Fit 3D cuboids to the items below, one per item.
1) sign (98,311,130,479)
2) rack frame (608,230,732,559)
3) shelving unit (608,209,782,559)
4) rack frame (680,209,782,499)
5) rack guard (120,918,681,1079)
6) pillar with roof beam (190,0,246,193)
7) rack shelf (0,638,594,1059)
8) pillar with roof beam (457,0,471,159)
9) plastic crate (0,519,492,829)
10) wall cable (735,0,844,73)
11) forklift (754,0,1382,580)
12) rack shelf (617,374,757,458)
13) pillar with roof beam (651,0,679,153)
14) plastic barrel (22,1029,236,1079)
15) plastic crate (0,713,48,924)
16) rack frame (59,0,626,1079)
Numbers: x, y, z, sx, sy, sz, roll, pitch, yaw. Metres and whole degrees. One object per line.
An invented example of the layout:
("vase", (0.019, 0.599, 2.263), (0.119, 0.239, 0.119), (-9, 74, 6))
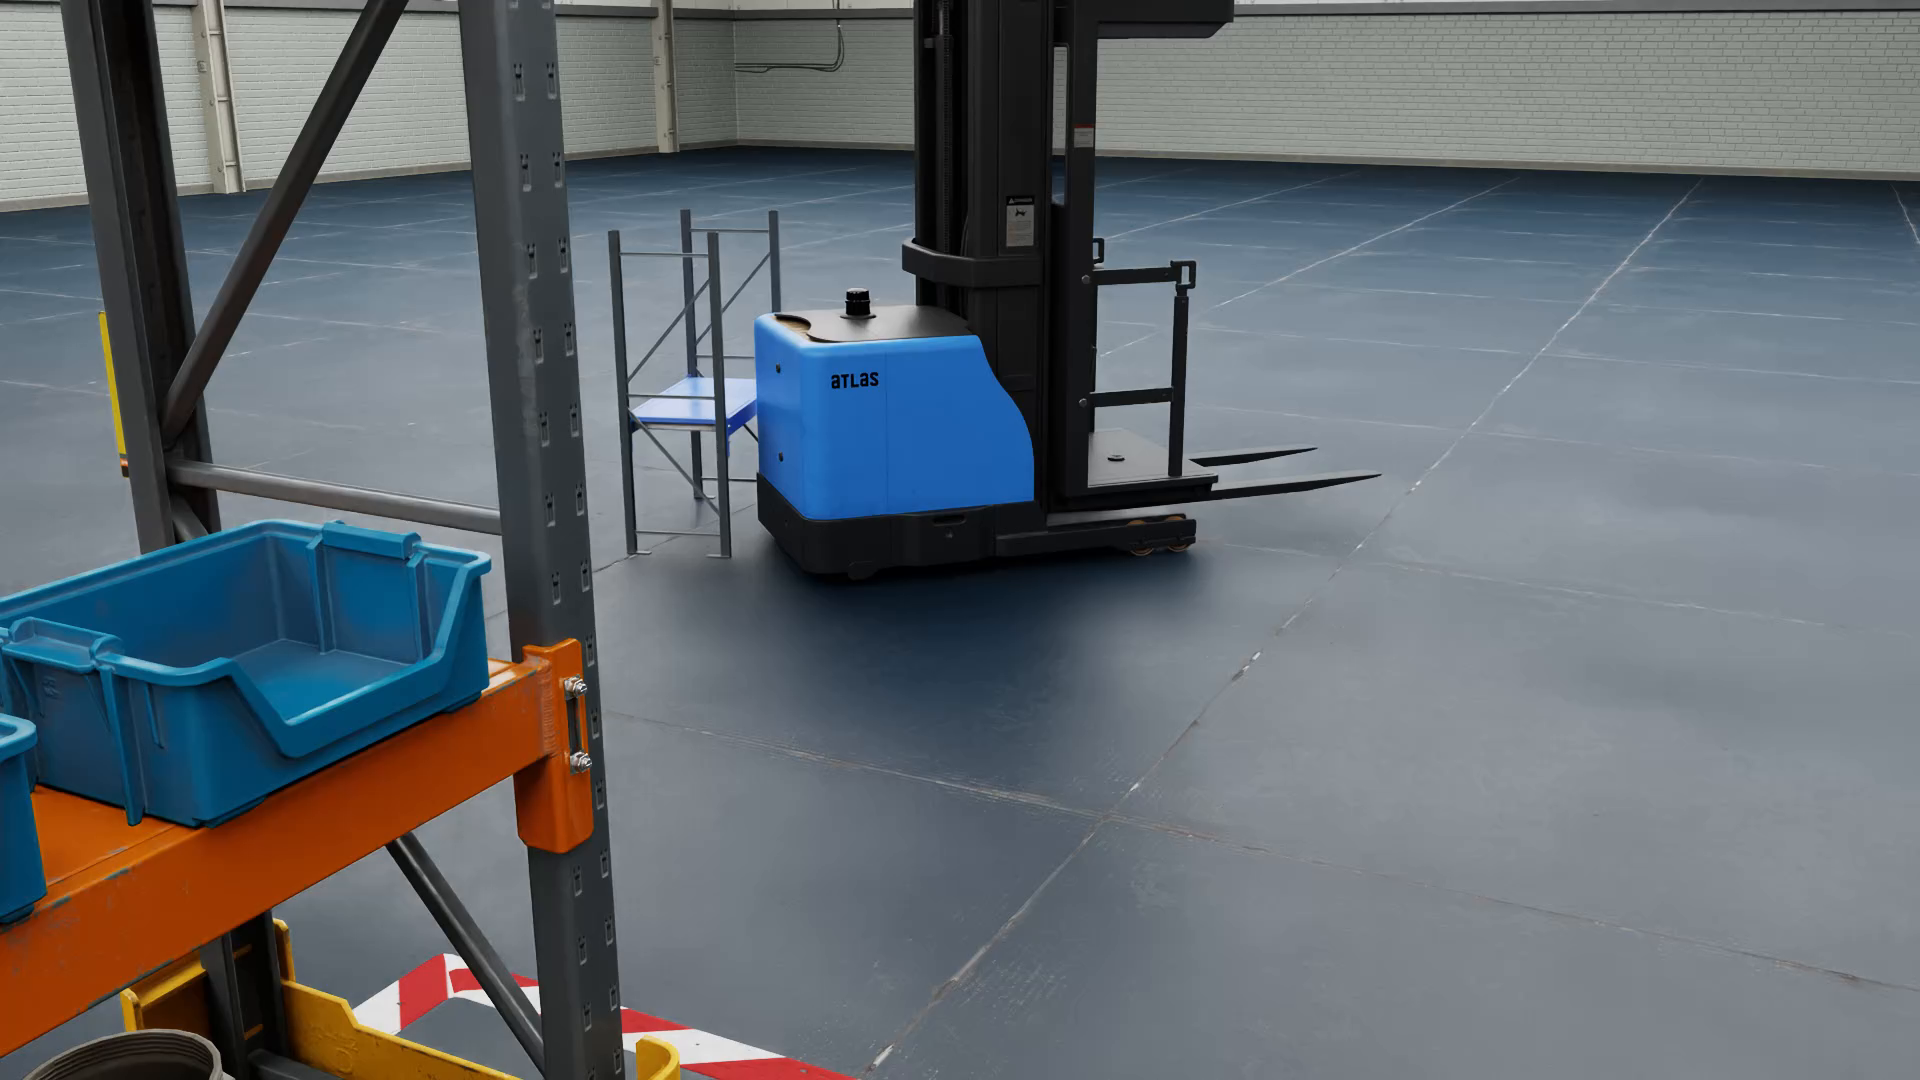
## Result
("sign", (-1.592, -0.272, 3.187), (0.100, 0.325, 0.005), (8, 18, 25))
("rack frame", (-1.314, -0.647, 7.567), (0.500, 1.500, 0.032), (3, 17, 9))
("shelving unit", (-1.234, -0.790, 8.049), (0.538, 1.500, 1.048), (3, 17, 9))
("rack frame", (-1.154, -0.933, 8.530), (0.500, 1.500, 0.032), (3, 17, 9))
("rack guard", (-1.094, 1.155, 3.258), (1.175, 0.500, 0.348), (8, 18, 25))
("pillar with roof beam", (-8.064, -9.440, 24.004), (9.100, 9.000, 0.400), (8, 18, 25))
("rack shelf", (-1.996, 0.786, 1.374), (1.077, 0.370, 4.000), (8, 18, 25))
("pillar with roof beam", (-5.383, -10.969, 29.149), (9.100, 9.000, 0.400), (8, 18, 25))
("plastic crate", (-1.058, 0.168, 2.451), (0.499, 0.251, 0.616), (8, 18, 25))
("wall cable", (-4.054, -12.138, 38.541), (3.097, 2.526, 0.112), (8, 18, 25))
("forklift", (0.587, -1.465, 7.810), (3.031, 2.935, 1.130), (-6, 18, -19))
("rack shelf", (-1.234, -0.617, 8.100), (0.538, 0.185, 1.000), (3, 17, 9))
("pillar with roof beam", (-2.702, -12.497, 34.295), (9.100, 9.000, 0.400), (8, 18, 25))
("plastic barrel", (-1.328, 1.100, 2.684), (0.421, 0.512, 0.421), (0, 17, 0))
("plastic crate", (-1.353, 0.333, 1.896), (0.499, 0.251, 0.408), (8, 18, 25))
("rack frame", (-1.105, -0.069, 2.988), (0.949, 2.616, 0.053), (8, 18, 25))
